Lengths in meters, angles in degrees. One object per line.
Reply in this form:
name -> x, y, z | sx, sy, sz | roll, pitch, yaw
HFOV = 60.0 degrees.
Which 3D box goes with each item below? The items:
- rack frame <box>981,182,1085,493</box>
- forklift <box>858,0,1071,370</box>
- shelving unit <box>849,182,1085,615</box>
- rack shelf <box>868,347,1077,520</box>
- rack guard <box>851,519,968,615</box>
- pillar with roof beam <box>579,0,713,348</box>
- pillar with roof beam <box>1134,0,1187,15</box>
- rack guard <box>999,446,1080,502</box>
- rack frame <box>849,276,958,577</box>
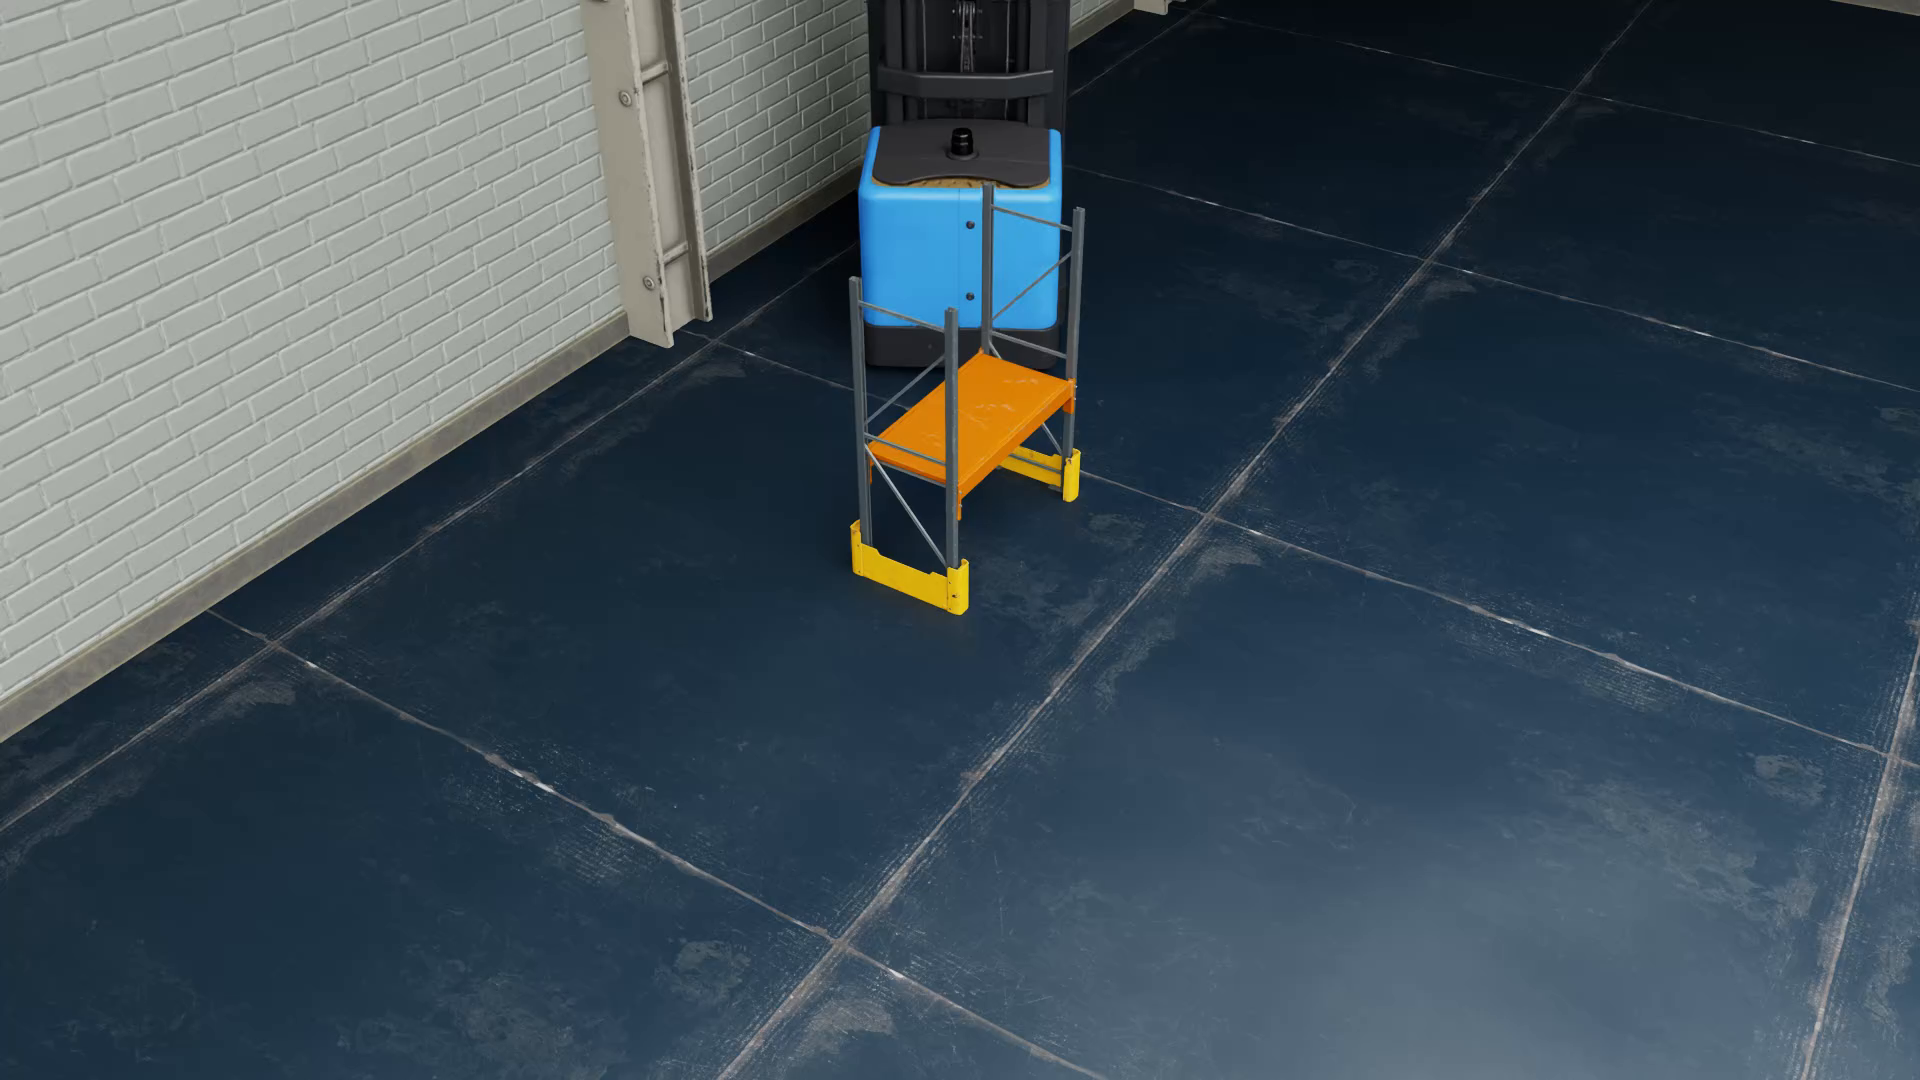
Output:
rack frame -> 0.318, -0.900, 7.689 | 0.500, 1.500, 0.032 | 21, 42, 25
forklift -> 0.058, -2.939, 9.162 | 1.130, 2.935, 3.031 | 1, 38, 2
shelving unit -> 0.041, -0.633, 7.343 | 0.587, 1.500, 1.083 | 21, 42, 25
rack shelf -> 0.046, -0.496, 7.459 | 0.538, 0.185, 1.000 | 21, 42, 25
rack guard -> -0.226, 0.118, 7.392 | 0.587, 0.250, 0.087 | 21, 42, 25
pillar with roof beam -> 2.011, -3.357, 4.735 | 9.100, 9.000, 0.400 | 21, 42, 25
pillar with roof beam -> 5.225, -6.450, 8.747 | 9.100, 9.000, 0.400 | 21, 42, 25
rack guard -> 0.308, -0.395, 8.058 | 0.587, 0.250, 0.087 | 21, 42, 25
rack frame -> -0.227, -0.376, 7.009 | 0.500, 1.500, 0.032 | 21, 42, 25
